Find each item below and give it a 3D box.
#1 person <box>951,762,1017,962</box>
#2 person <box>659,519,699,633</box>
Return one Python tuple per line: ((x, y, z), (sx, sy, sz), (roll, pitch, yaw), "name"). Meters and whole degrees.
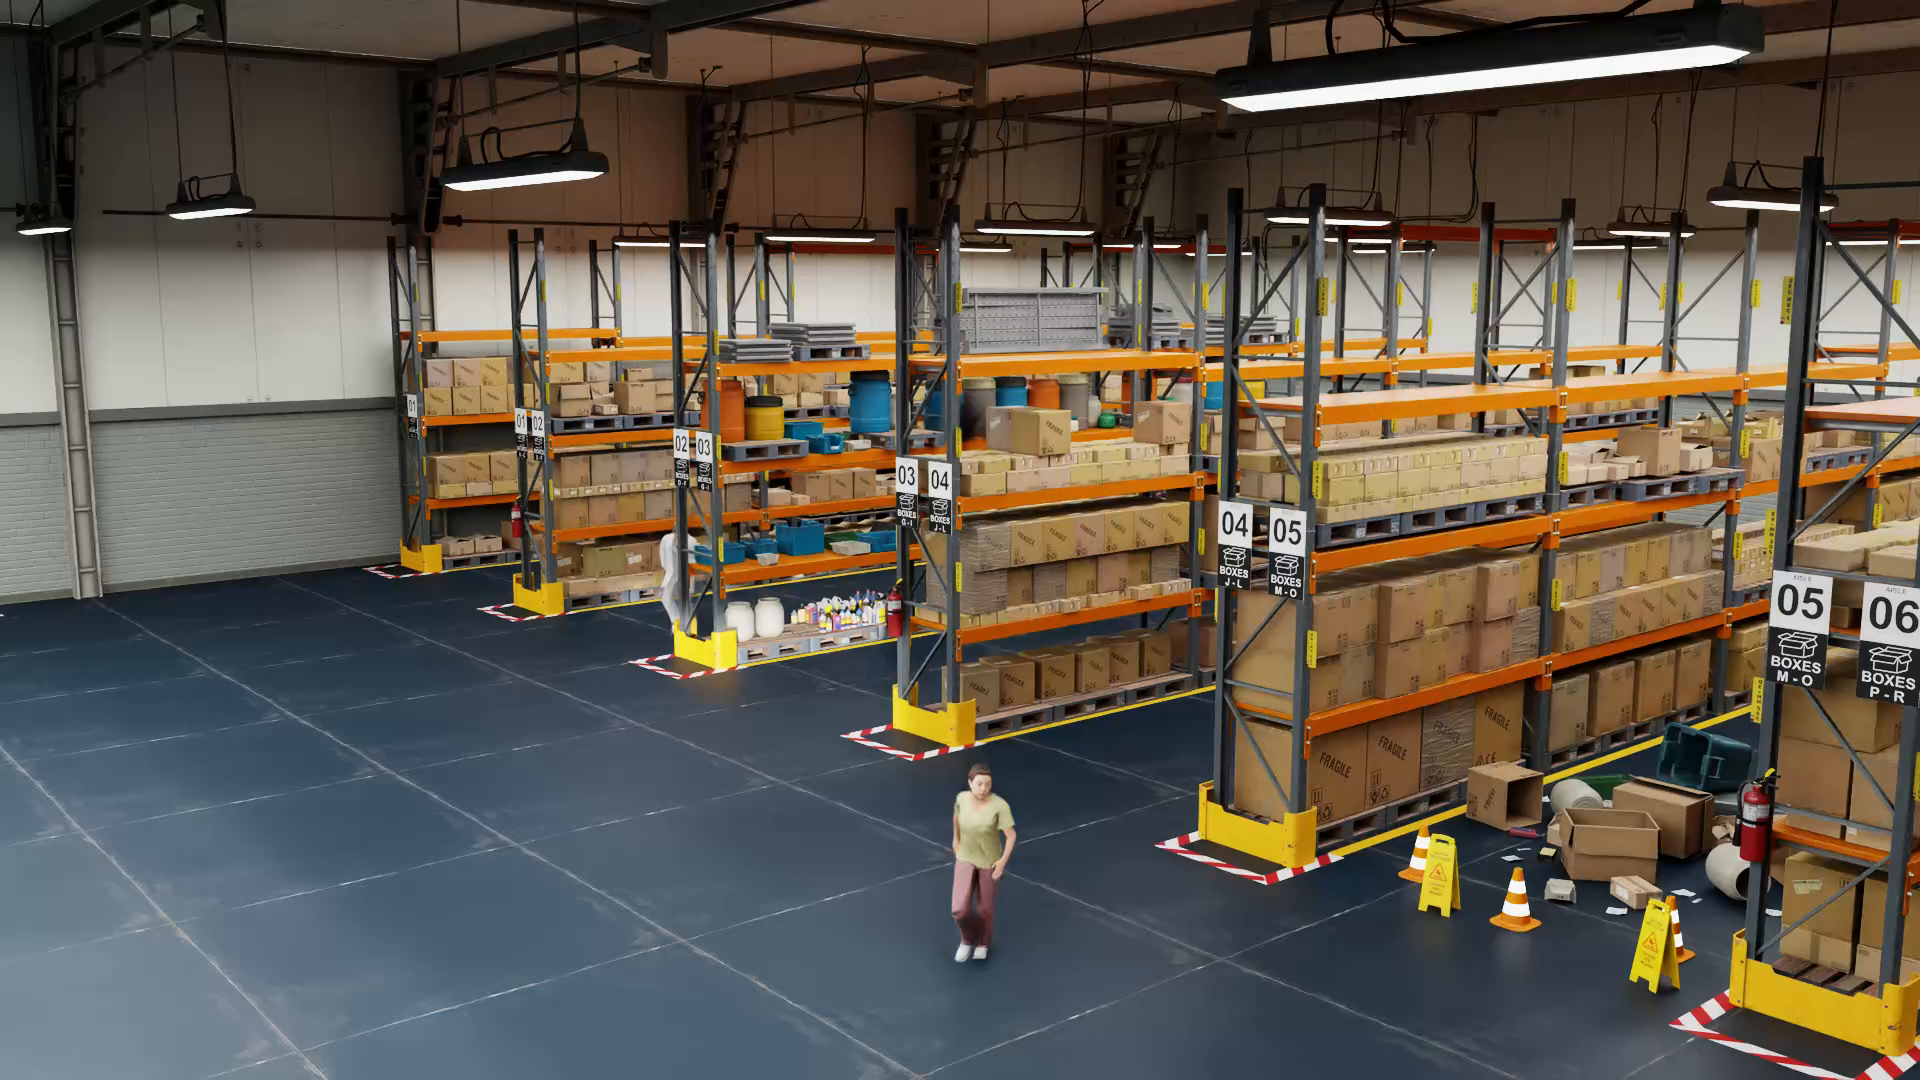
((0.164, 2.445, 12.532), (0.550, 1.615, 0.736), (2, 9, 10), "person")
((-4.152, 0.541, 24.435), (0.701, 1.724, 0.759), (1, 9, 9), "person")
